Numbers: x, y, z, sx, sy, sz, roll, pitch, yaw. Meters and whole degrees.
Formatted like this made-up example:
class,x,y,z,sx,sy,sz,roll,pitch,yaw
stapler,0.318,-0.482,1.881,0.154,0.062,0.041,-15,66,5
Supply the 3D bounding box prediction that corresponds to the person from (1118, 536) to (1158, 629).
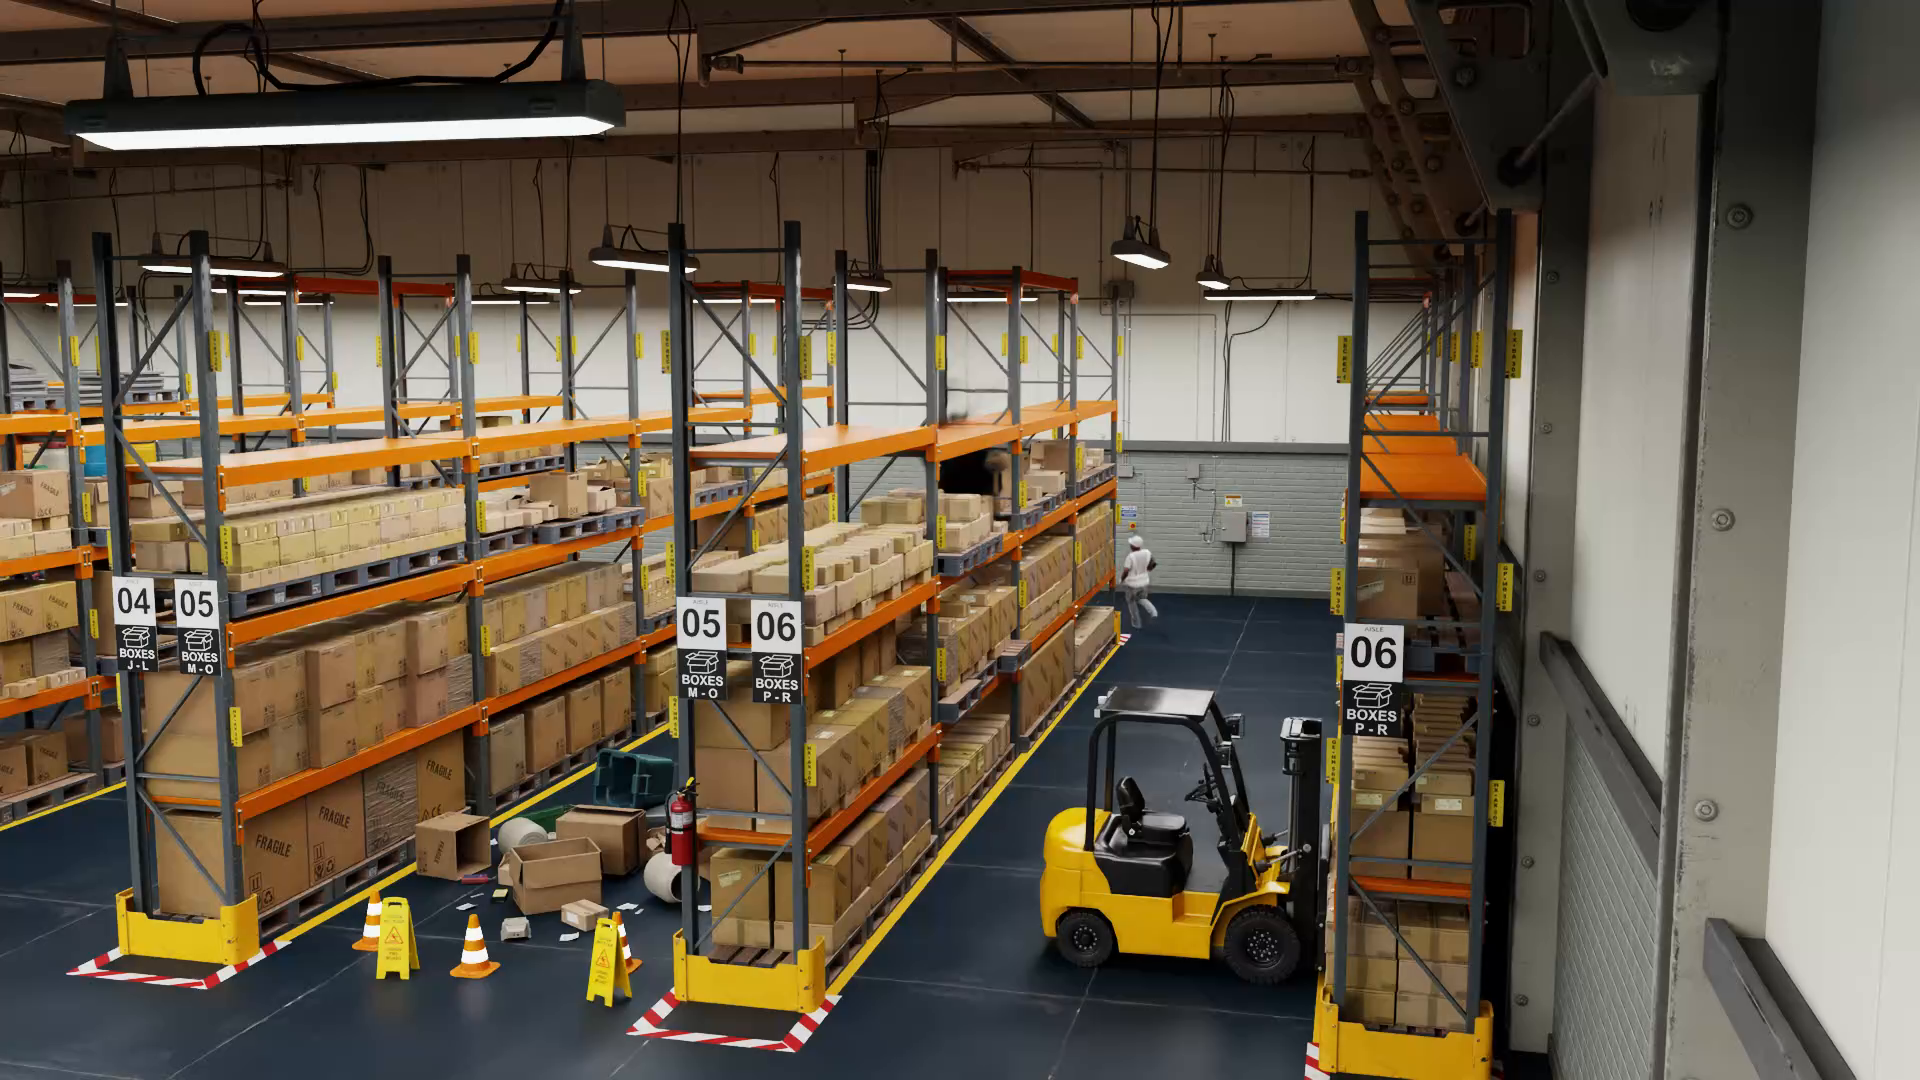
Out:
class,x,y,z,sx,sy,sz,roll,pitch,yaw
person,3.079,0.750,29.304,0.757,1.702,0.726,-3,8,-26
